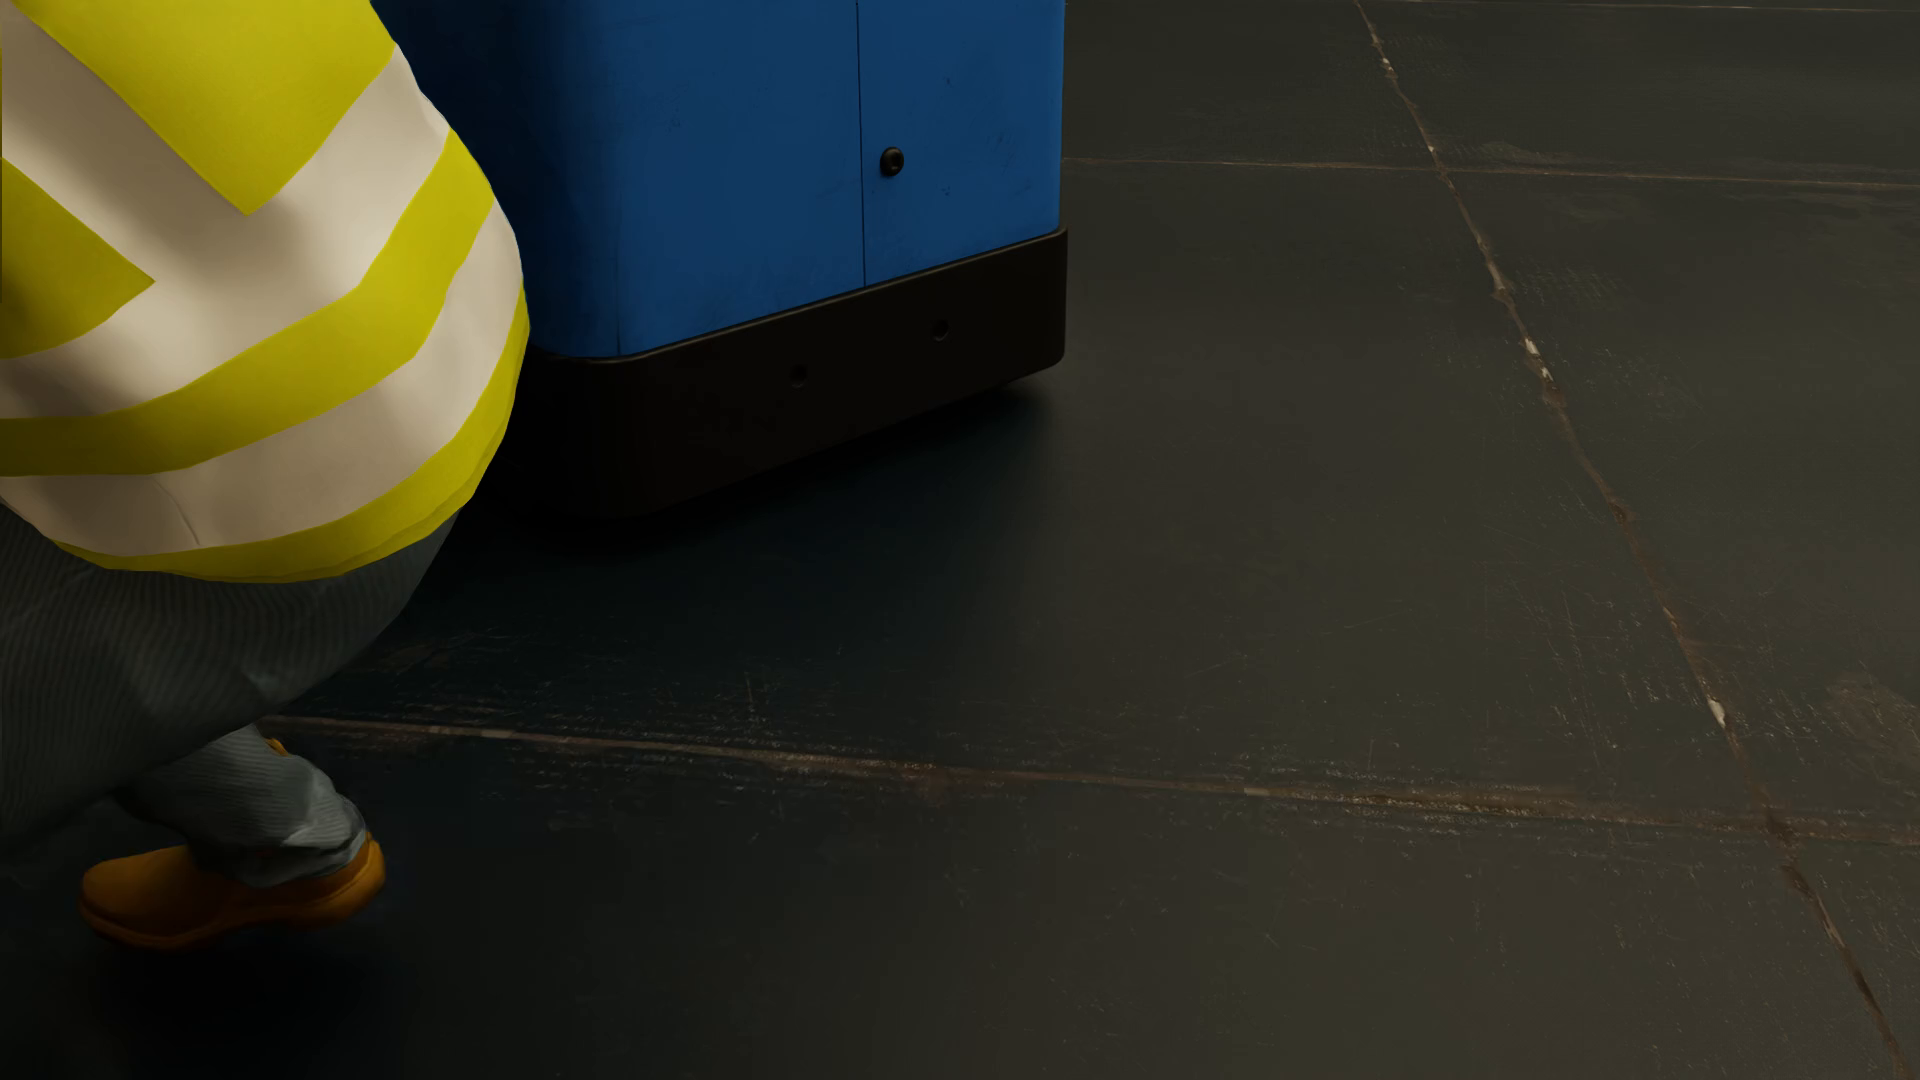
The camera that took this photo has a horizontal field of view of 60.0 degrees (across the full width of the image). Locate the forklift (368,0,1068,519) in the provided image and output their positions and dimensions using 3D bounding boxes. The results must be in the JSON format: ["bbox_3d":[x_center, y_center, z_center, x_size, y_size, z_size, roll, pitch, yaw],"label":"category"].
[{"bbox_3d":[-1.204,-1.902,3.029,1.130,2.935,3.031,-24,35,-39],"label":"forklift"}]

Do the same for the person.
[{"bbox_3d":[-0.735,-0.080,1.049,0.863,1.520,0.873,1,27,1],"label":"person"}]
